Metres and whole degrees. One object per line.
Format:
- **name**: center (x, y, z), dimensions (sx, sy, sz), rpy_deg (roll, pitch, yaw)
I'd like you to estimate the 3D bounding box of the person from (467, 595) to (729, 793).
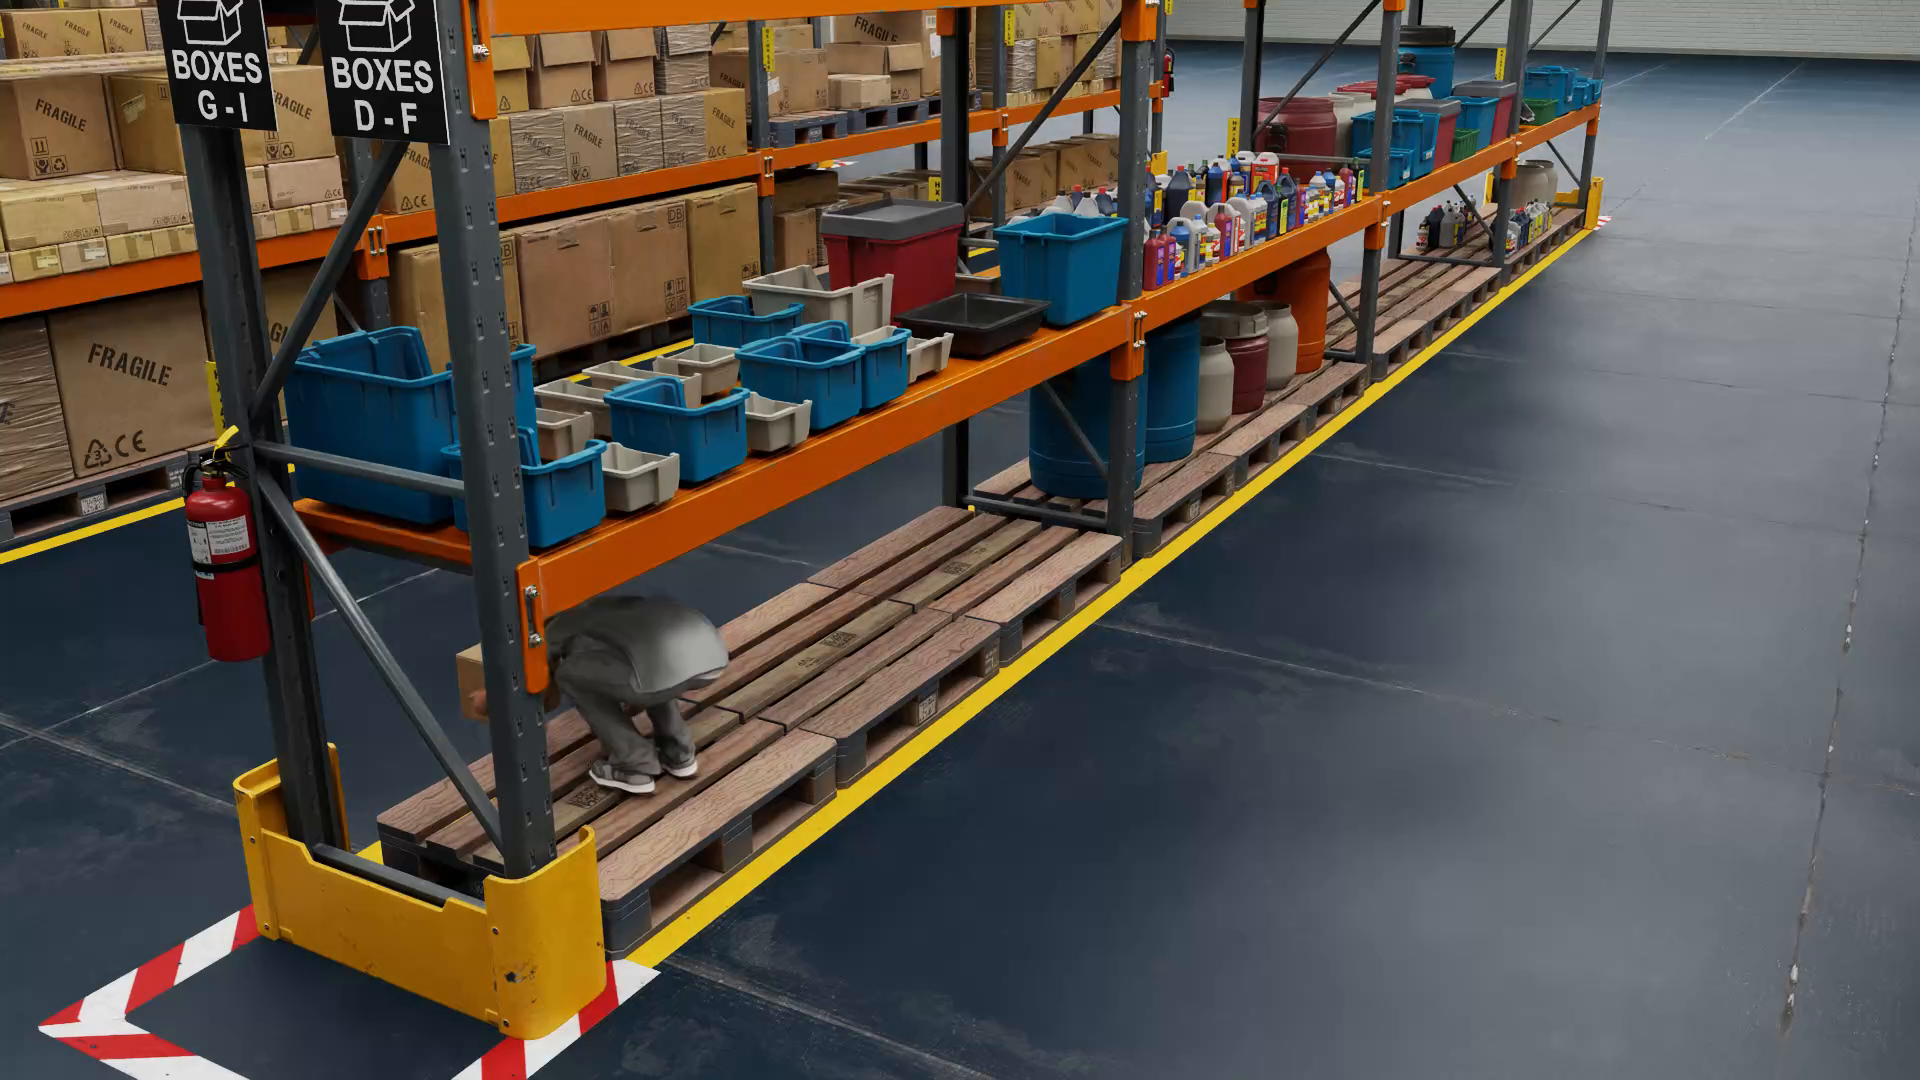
- **person**: center (-1.235, 0.441, 5.635), dimensions (1.127, 0.645, 0.406), rpy_deg (16, 25, 37)
